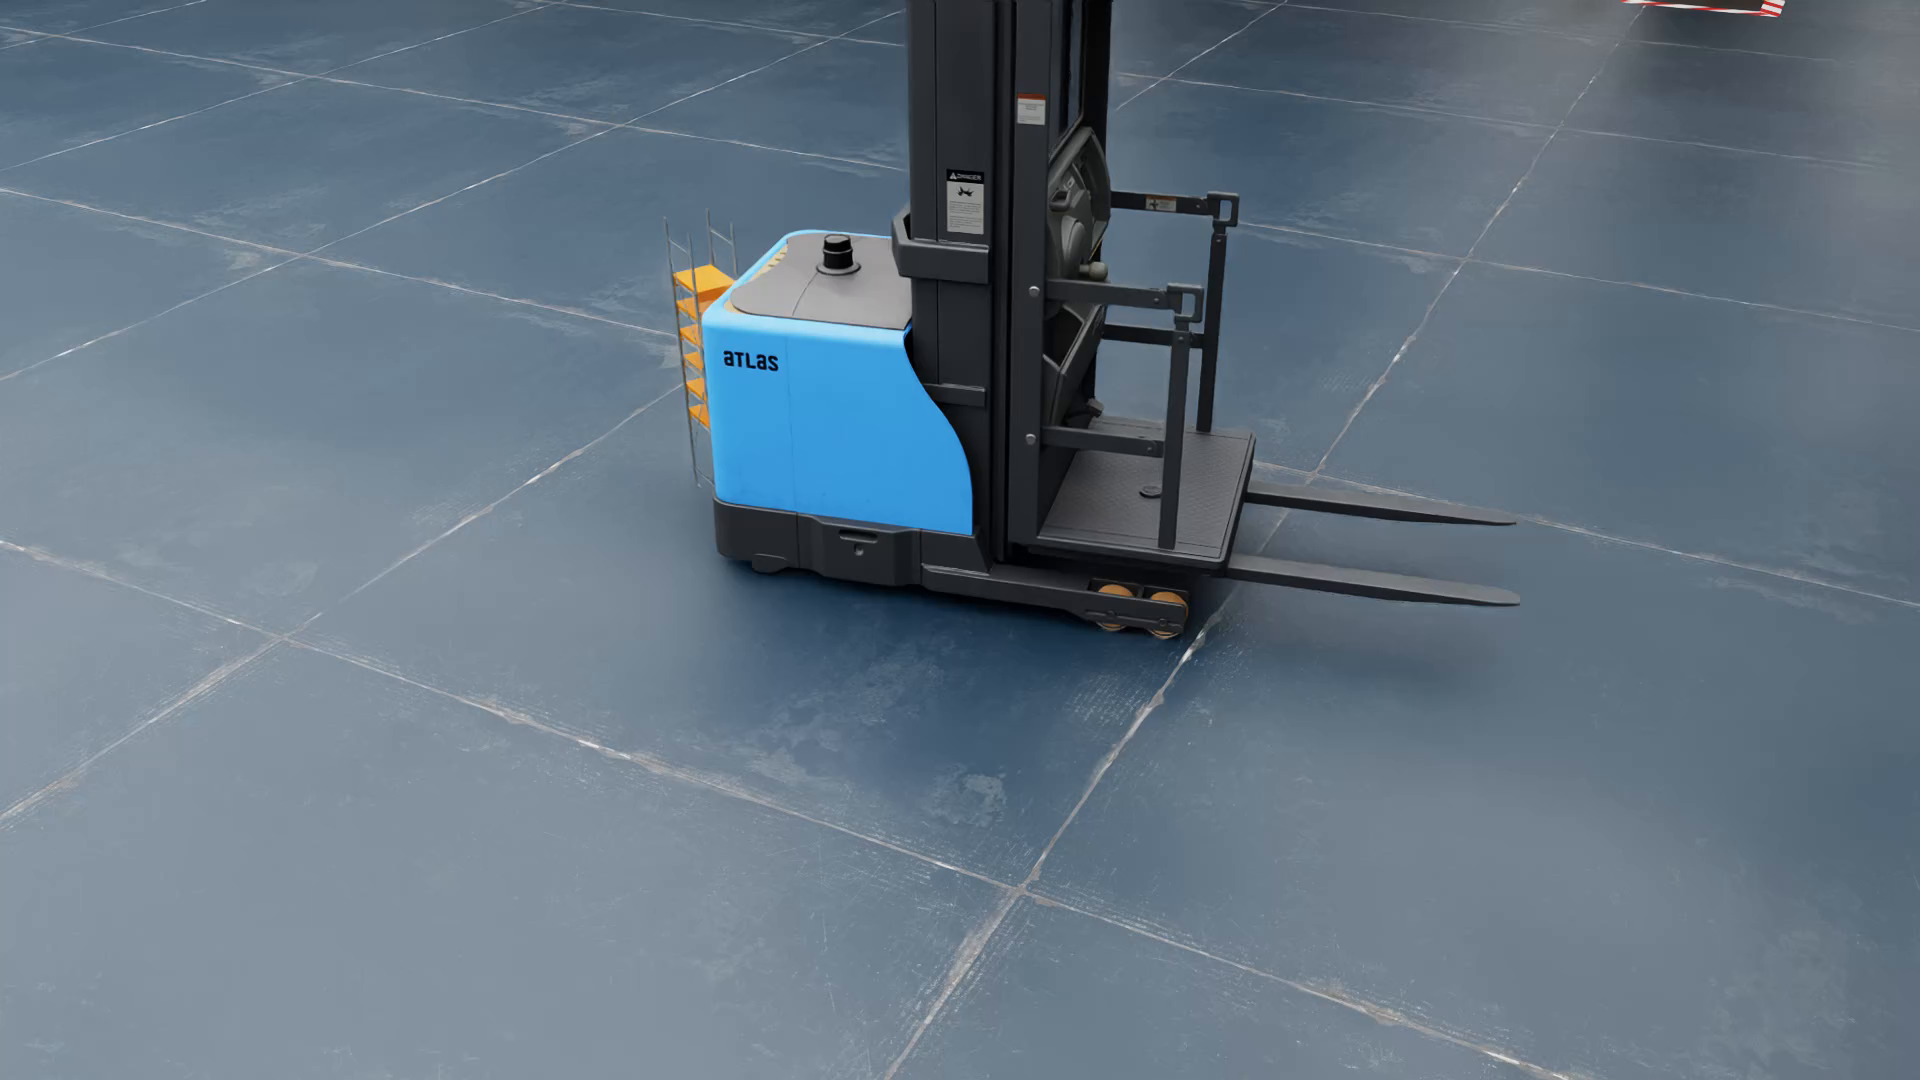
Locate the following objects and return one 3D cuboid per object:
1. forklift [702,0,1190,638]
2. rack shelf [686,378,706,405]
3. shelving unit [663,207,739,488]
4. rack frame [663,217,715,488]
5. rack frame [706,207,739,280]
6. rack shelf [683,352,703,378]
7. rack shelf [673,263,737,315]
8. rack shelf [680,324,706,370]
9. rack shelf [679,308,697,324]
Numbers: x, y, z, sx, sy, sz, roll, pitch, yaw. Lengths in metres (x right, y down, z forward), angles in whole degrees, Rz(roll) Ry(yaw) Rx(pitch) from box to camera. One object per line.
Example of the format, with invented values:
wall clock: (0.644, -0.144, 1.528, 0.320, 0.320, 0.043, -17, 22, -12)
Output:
forklift: (0.614, -1.205, 5.905, 3.031, 2.935, 1.130, 8, 31, 13)
rack shelf: (-1.008, -0.595, 6.906, 0.180, 0.103, 0.258, -20, 35, -27)
shelving unit: (-1.012, -0.736, 6.821, 0.189, 1.200, 0.258, -20, 35, -27)
rack frame: (-1.089, -0.709, 6.779, 0.006, 1.200, 0.240, -20, 35, -27)
rack frame: (-0.935, -0.763, 6.863, 0.006, 1.200, 0.240, -20, 35, -27)
rack shelf: (-1.011, -0.698, 6.844, 0.180, 0.103, 0.258, -20, 35, -27)
rack shelf: (-1.019, -1.007, 6.660, 0.180, 0.103, 0.258, -20, 35, -27)
rack shelf: (-1.014, -0.801, 6.783, 0.180, 0.103, 0.258, -20, 35, -27)
rack shelf: (-1.017, -0.921, 6.711, 0.166, 0.020, 0.199, -20, 35, -27)
